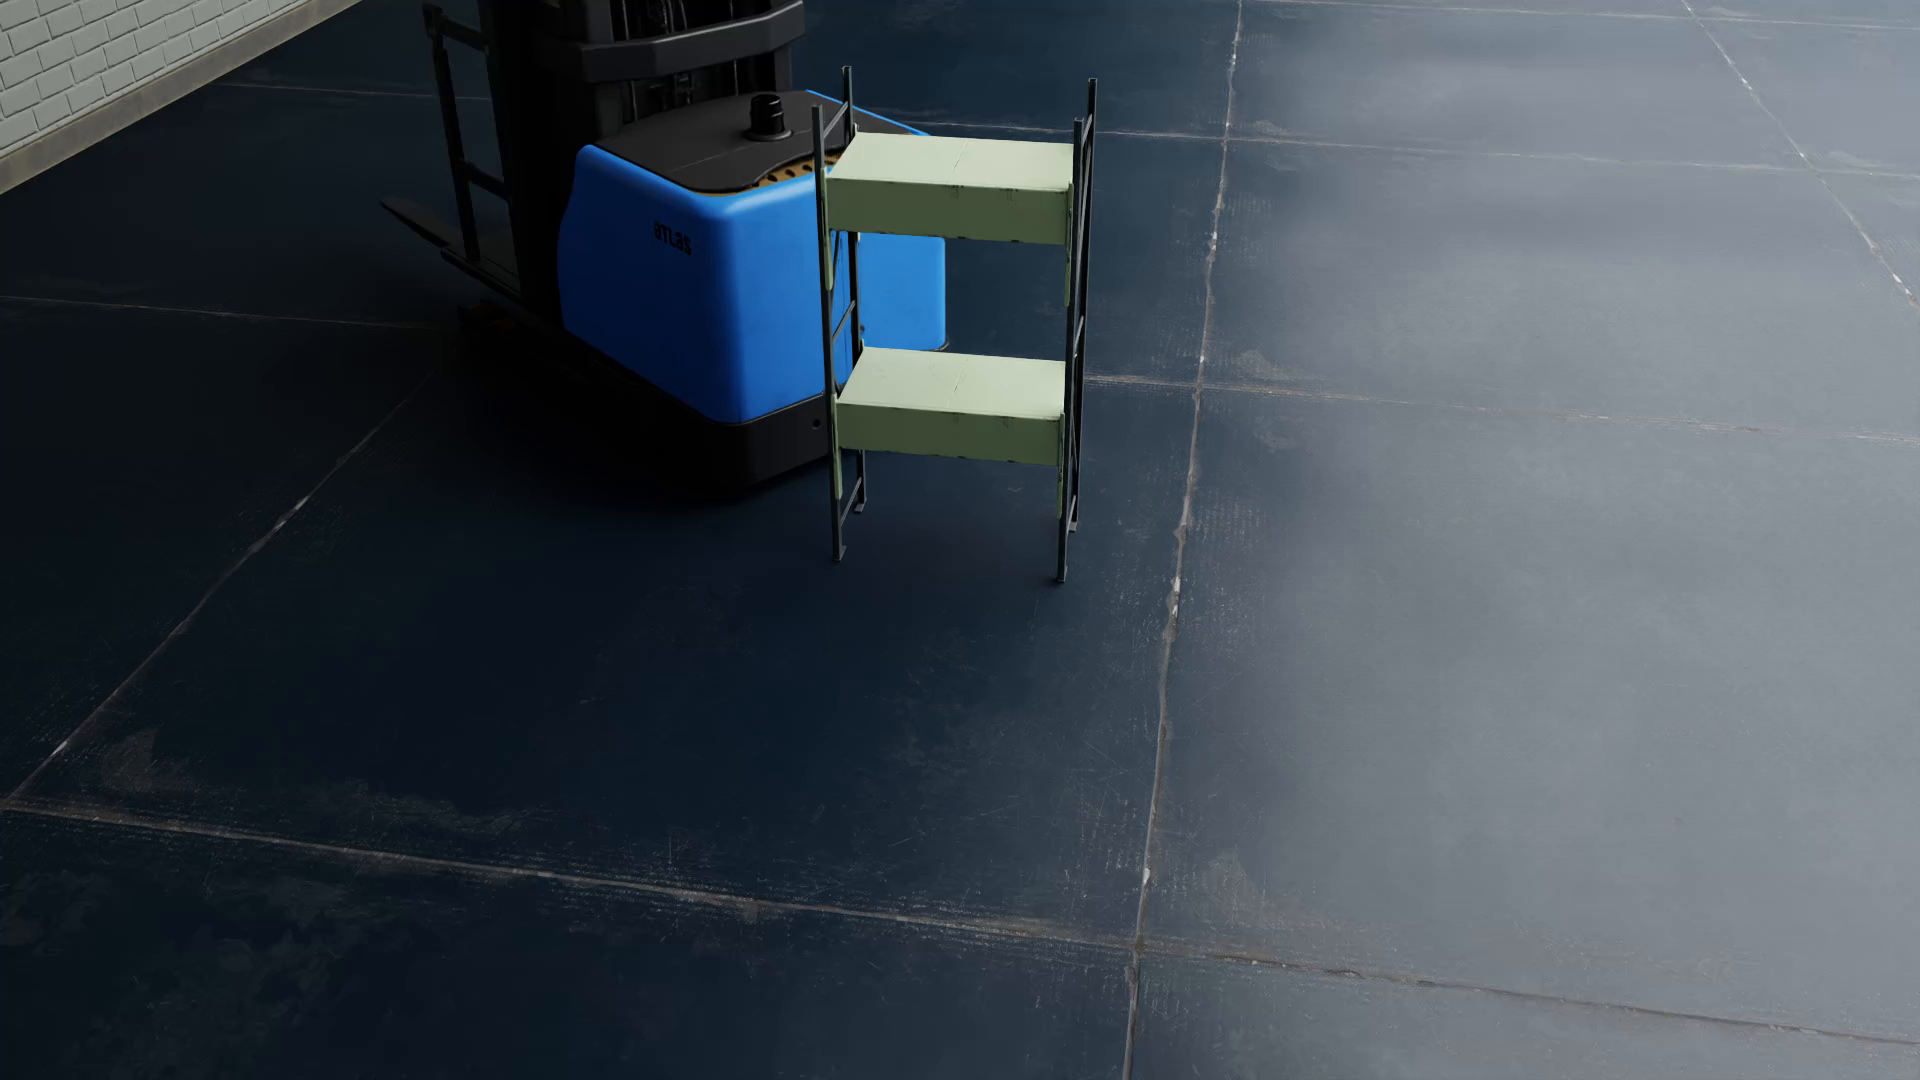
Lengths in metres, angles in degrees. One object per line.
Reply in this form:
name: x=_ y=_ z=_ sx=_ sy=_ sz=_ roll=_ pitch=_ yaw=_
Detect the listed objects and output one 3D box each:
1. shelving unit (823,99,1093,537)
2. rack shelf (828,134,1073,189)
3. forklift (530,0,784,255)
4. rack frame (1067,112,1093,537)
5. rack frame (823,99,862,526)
shelving unit: x=-0.007 y=-0.636 z=5.121 sx=0.742 sy=1.308 sz=0.380 roll=5 pitch=32 yaw=8
rack shelf: x=-0.007 y=-1.080 z=4.844 sx=0.686 sy=0.052 sz=0.368 roll=5 pitch=32 yaw=8
forklift: x=-1.383 y=-2.126 z=6.153 sx=1.109 sy=2.935 sz=3.031 roll=-25 pitch=40 yaw=-34
rack frame: x=0.354 y=-0.603 z=5.069 sx=0.010 sy=1.308 sz=0.380 roll=5 pitch=32 yaw=8
rack frame: x=-0.368 y=-0.668 z=5.173 sx=0.010 sy=1.308 sz=0.380 roll=5 pitch=32 yaw=8
